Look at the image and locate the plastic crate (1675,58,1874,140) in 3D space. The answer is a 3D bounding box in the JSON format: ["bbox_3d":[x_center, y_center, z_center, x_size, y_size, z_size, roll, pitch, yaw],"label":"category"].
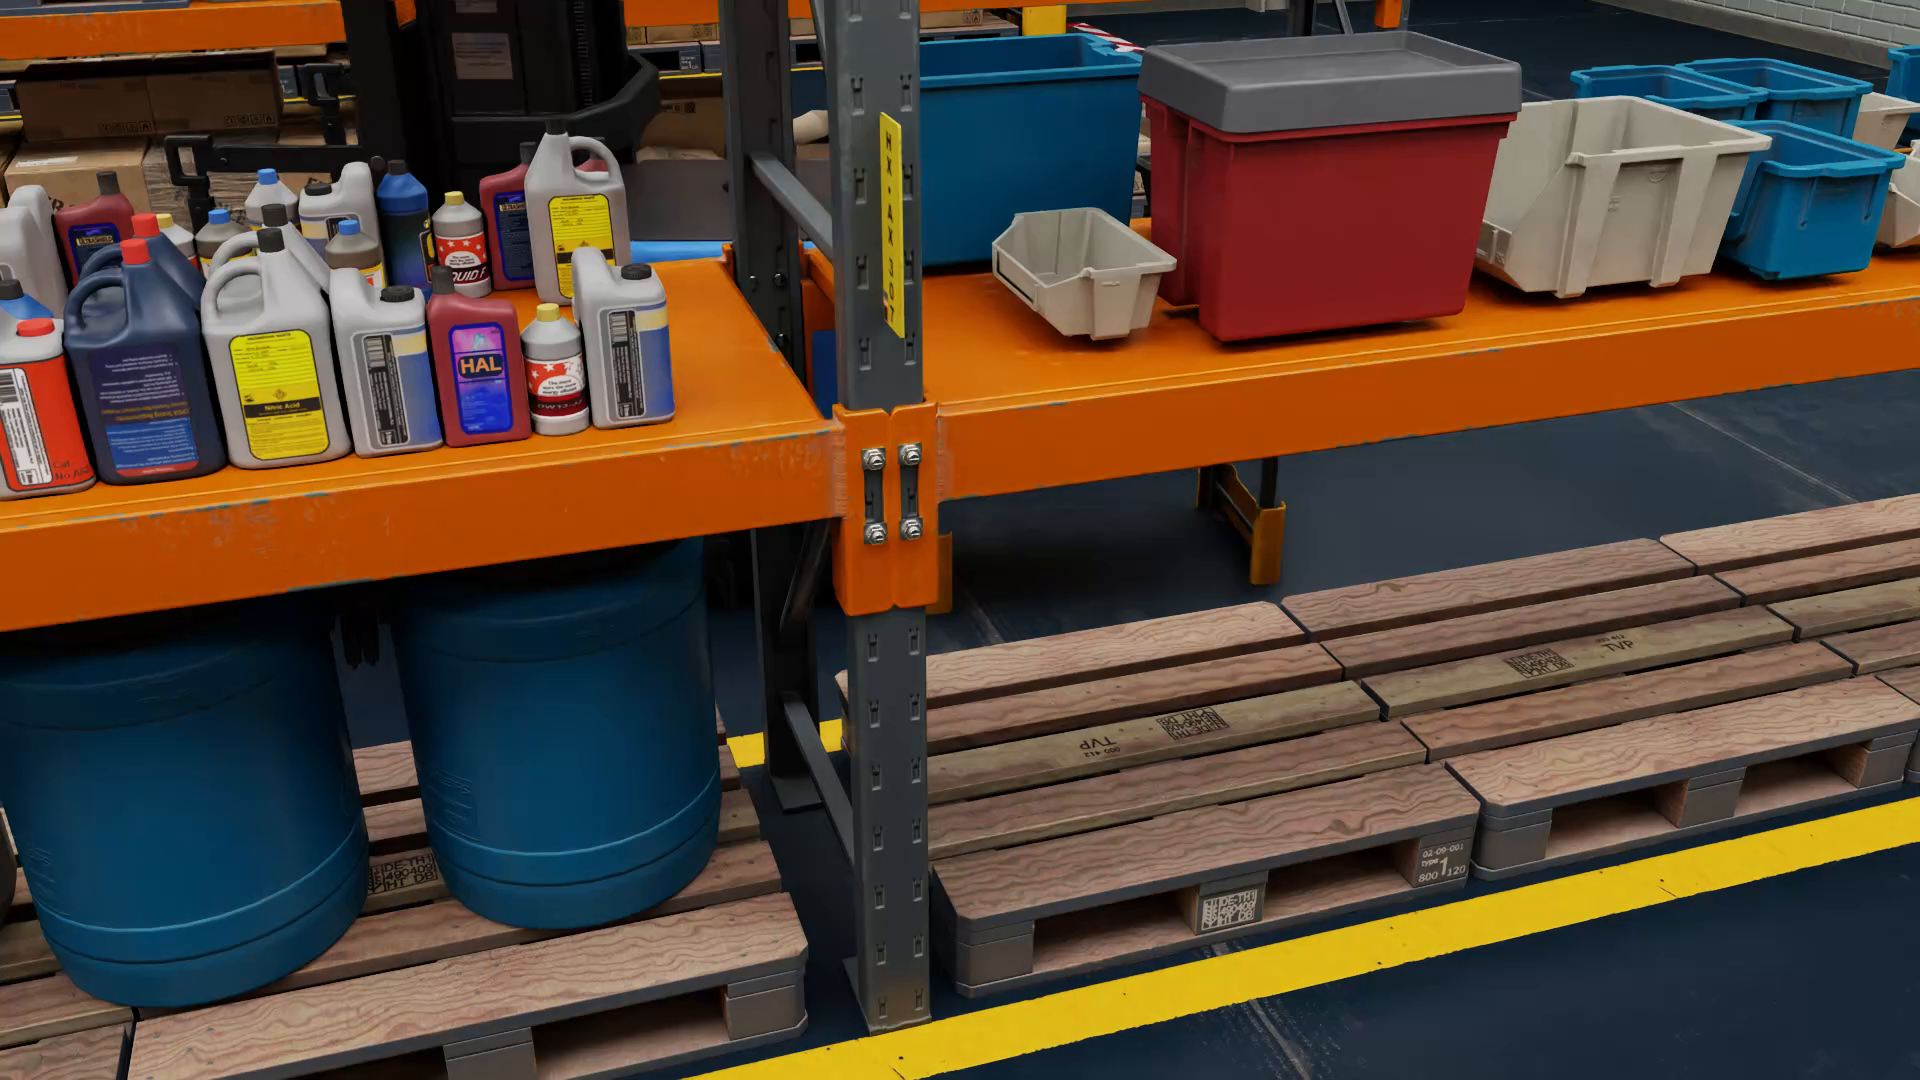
[{"bbox_3d":[1.943,-1.011,4.033,0.300,0.233,0.416,-8,28,-16],"label":"plastic crate"}]

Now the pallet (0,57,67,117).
[{"bbox_3d":[-6.370,-3.050,11.155,1.213,0.211,1.003,-8,28,-16],"label":"pallet"}]

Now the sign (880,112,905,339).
[{"bbox_3d":[-0.103,-0.475,2.522,0.005,0.325,0.100,-8,28,-16],"label":"sign"}]

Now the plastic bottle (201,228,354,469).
[{"bbox_3d":[-1.044,-0.297,2.530,0.185,0.351,0.144,-8,28,-16],"label":"plastic bottle"}]

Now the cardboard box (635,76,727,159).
[{"bbox_3d":[-1.348,-1.955,8.130,0.500,0.500,0.500,-8,28,-16],"label":"cardboard box"}]

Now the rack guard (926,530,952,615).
[{"bbox_3d":[-0.112,-0.025,5.019,0.087,0.250,0.587,-5,27,-9],"label":"rack guard"}]

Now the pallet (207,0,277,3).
[{"bbox_3d":[-2.595,-2.529,7.187,1.213,0.211,1.003,-8,28,-16],"label":"pallet"}]

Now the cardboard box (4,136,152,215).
[{"bbox_3d":[-3.615,-1.363,6.938,0.500,0.500,0.500,-9,28,-18],"label":"cardboard box"}]

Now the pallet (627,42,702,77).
[{"bbox_3d":[-2.592,-3.595,12.255,1.213,0.211,1.003,-8,28,-16],"label":"pallet"}]

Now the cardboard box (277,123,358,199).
[{"bbox_3d":[-2.655,-1.503,7.220,0.500,0.500,0.500,-8,28,-16],"label":"cardboard box"}]

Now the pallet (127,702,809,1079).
[{"bbox_3d":[-1.018,0.754,3.494,1.213,0.211,1.003,-8,28,-16],"label":"pallet"}]

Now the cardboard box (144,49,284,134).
[{"bbox_3d":[-3.288,-1.991,7.360,0.500,0.250,0.500,-8,28,-16],"label":"cardboard box"}]

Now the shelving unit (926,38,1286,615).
[{"bbox_3d":[0.378,-0.625,4.822,1.083,1.500,0.587,-5,27,-9],"label":"shelving unit"}]

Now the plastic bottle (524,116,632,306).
[{"bbox_3d":[-0.745,-0.645,3.231,0.185,0.351,0.144,-8,28,-16],"label":"plastic bottle"}]

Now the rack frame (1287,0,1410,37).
[{"bbox_3d":[2.002,-3.230,8.382,0.127,3.000,1.000,-8,28,-16],"label":"rack frame"}]

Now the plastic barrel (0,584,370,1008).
[{"bbox_3d":[-1.467,0.333,3.093,0.708,0.901,0.600,-8,28,-16],"label":"plastic barrel"}]

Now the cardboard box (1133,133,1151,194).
[{"bbox_3d":[0.648,-1.898,8.297,0.500,0.250,0.500,-8,28,-16],"label":"cardboard box"}]

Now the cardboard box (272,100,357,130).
[{"bbox_3d":[-2.841,-1.714,7.646,0.500,0.500,0.500,-8,27,-15],"label":"cardboard box"}]

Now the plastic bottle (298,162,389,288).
[{"bbox_3d":[-1.177,-0.575,3.175,0.135,0.276,0.152,-8,28,-16],"label":"plastic bottle"}]

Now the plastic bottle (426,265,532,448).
[{"bbox_3d":[-0.752,-0.290,2.591,0.133,0.283,0.061,-8,28,-16],"label":"plastic bottle"}]

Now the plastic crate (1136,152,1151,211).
[{"bbox_3d":[0.710,-0.755,3.640,0.590,0.125,0.437,-8,28,-16],"label":"plastic crate"}]

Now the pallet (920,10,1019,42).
[{"bbox_3d":[-0.272,-3.931,12.932,1.213,0.211,1.003,-8,28,-16],"label":"pallet"}]

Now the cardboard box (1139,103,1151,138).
[{"bbox_3d":[0.921,-2.171,8.848,0.500,0.250,0.500,-8,28,-16],"label":"cardboard box"}]

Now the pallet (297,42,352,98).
[{"bbox_3d":[-4.050,-3.386,11.832,1.213,0.211,1.003,-8,28,-16],"label":"pallet"}]

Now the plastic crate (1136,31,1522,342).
[{"bbox_3d":[0.655,-0.656,3.059,0.583,0.464,0.402,-8,28,-16],"label":"plastic crate"}]

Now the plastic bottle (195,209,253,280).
[{"bbox_3d":[-1.389,-0.524,3.156,0.097,0.201,0.097,0,26,0],"label":"plastic bottle"}]

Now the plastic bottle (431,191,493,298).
[{"bbox_3d":[-0.983,-0.583,3.274,0.097,0.201,0.097,0,26,0],"label":"plastic bottle"}]

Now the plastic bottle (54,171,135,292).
[{"bbox_3d":[-1.597,-0.539,3.094,0.133,0.283,0.061,-8,28,-16],"label":"plastic bottle"}]

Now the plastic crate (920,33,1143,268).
[{"bbox_3d":[0.067,-0.812,3.463,0.575,0.384,0.392,-8,28,-16],"label":"plastic crate"}]

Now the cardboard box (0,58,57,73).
[{"bbox_3d":[-6.403,-3.493,10.858,0.750,0.750,0.750,-9,28,-17],"label":"cardboard box"}]

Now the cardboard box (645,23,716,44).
[{"bbox_3d":[-2.118,-3.969,12.209,0.500,0.500,0.700,-9,28,-17],"label":"cardboard box"}]

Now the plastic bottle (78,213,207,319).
[{"bbox_3d":[-1.264,-0.332,2.602,0.185,0.351,0.144,-8,28,-16],"label":"plastic bottle"}]

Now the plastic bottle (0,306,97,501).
[{"bbox_3d":[-1.373,-0.218,2.455,0.135,0.276,0.152,-8,28,-16],"label":"plastic bottle"}]

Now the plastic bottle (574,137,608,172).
[{"bbox_3d":[-0.752,-0.662,3.340,0.133,0.283,0.061,-8,28,-16],"label":"plastic bottle"}]

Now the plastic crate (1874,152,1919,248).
[{"bbox_3d":[2.000,-0.724,3.563,0.250,0.136,0.298,-8,28,-16],"label":"plastic crate"}]

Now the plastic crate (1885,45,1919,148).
[{"bbox_3d":[2.569,-1.101,4.216,0.300,0.233,0.416,-8,28,-16],"label":"plastic crate"}]

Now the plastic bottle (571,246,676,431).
[{"bbox_3d":[-0.546,-0.337,2.696,0.135,0.276,0.152,-8,28,-16],"label":"plastic bottle"}]

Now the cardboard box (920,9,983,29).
[{"bbox_3d":[-0.171,-4.253,12.783,0.500,0.500,0.700,-8,28,-16],"label":"cardboard box"}]

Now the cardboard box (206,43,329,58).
[{"bbox_3d":[-4.761,-3.730,11.335,0.750,0.750,0.750,-7,27,-15],"label":"cardboard box"}]

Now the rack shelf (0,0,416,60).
[{"bbox_3d":[-3.703,-2.081,6.878,4.000,0.370,1.077,-8,28,-16],"label":"rack shelf"}]

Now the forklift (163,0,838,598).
[{"bbox_3d":[-1.722,-1.355,4.683,3.031,2.935,1.130,0,26,0],"label":"forklift"}]

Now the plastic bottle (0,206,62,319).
[{"bbox_3d":[-1.663,-0.434,2.890,0.135,0.276,0.152,-8,28,-16],"label":"plastic bottle"}]

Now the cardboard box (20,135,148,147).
[{"bbox_3d":[-3.799,-1.579,7.375,0.500,0.500,0.500,-9,28,-18],"label":"cardboard box"}]

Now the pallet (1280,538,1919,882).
[{"bbox_3d":[1.578,0.378,4.252,1.213,0.211,1.003,-8,28,-16],"label":"pallet"}]

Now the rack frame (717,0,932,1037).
[{"bbox_3d":[-0.271,-0.584,3.053,0.127,3.000,1.000,-8,28,-16],"label":"rack frame"}]

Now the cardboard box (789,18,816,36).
[{"bbox_3d":[-1.124,-4.115,12.504,0.500,0.500,0.700,-9,28,-18],"label":"cardboard box"}]

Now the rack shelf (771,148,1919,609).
[{"bbox_3d":[1.630,-0.537,3.768,4.000,0.370,1.077,-8,28,-16],"label":"rack shelf"}]
